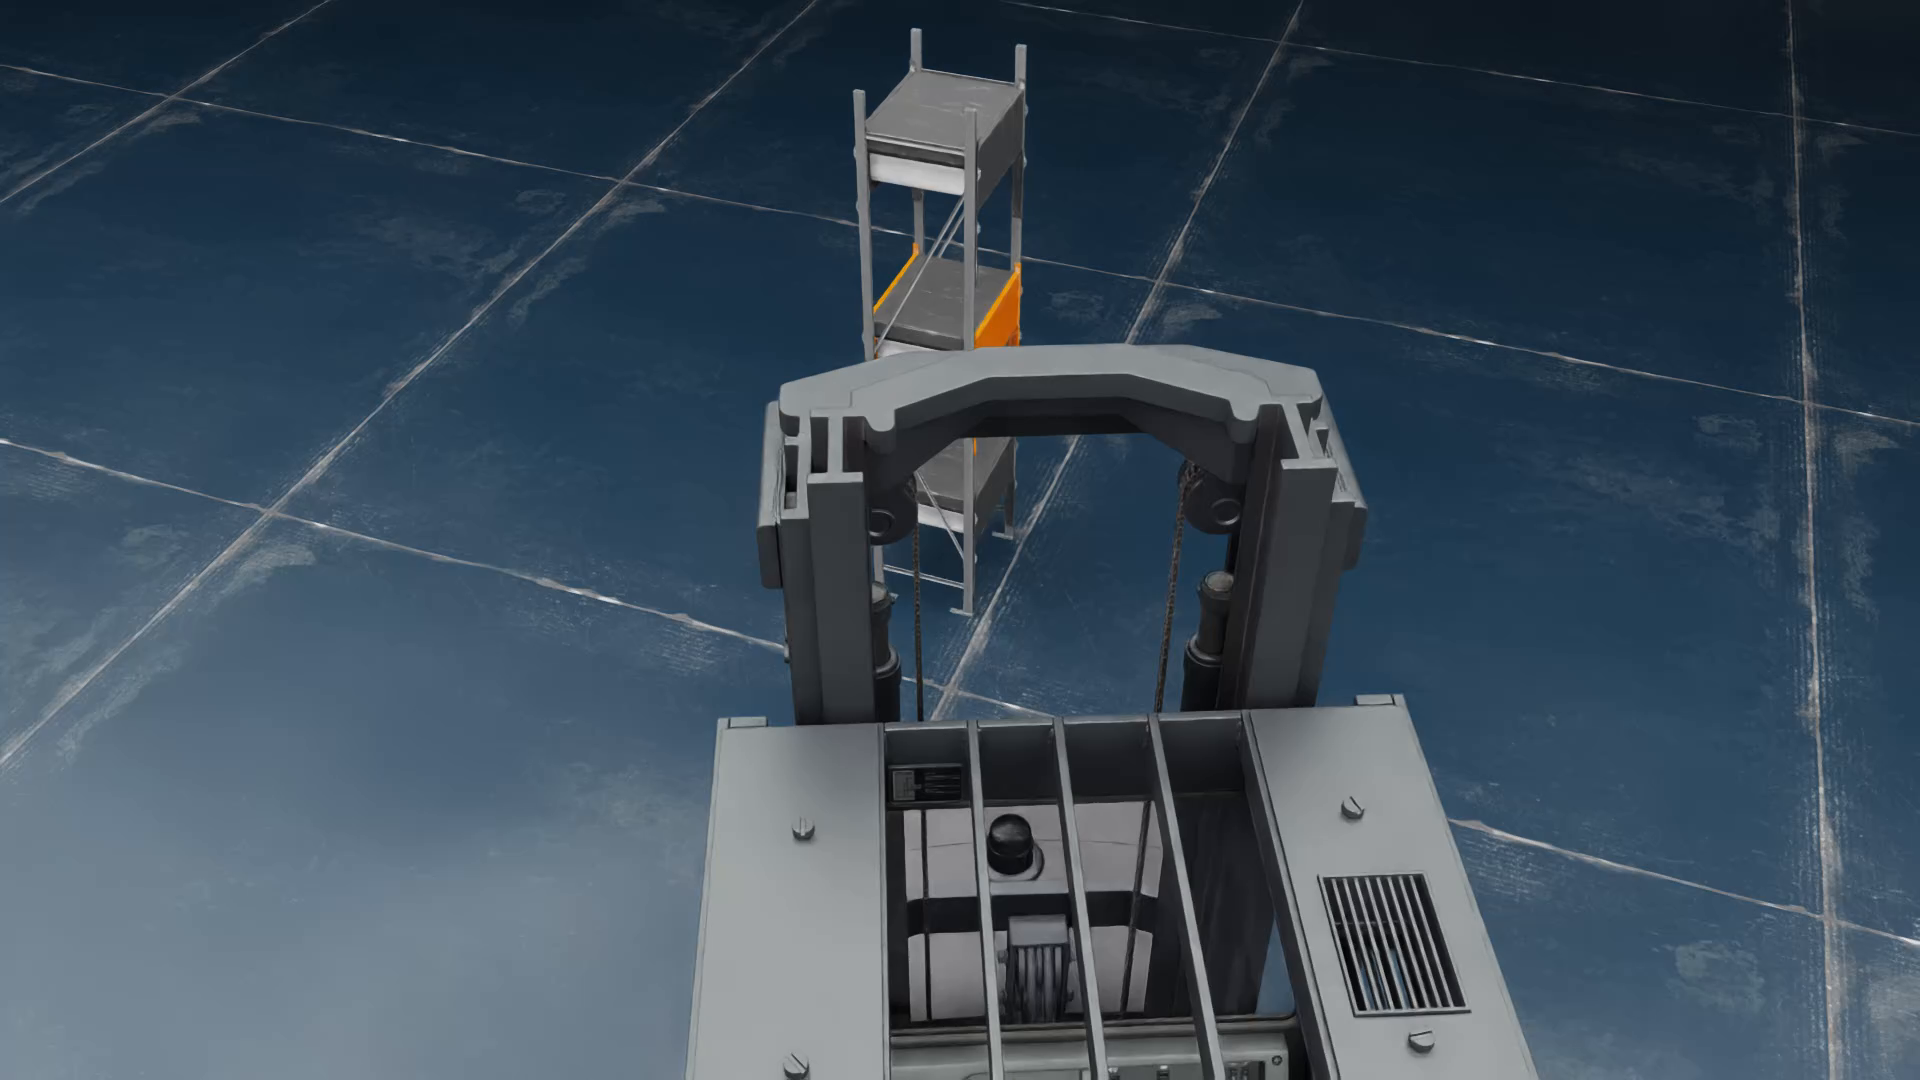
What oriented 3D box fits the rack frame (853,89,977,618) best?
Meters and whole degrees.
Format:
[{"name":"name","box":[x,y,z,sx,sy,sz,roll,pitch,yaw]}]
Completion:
[{"name":"rack frame","box":[-0.140,-0.549,5.776,0.400,2.100,0.015,13,42,15]}]

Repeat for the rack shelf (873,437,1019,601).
[{"name":"rack shelf","box":[-0.057,-0.155,6.413,0.431,0.518,0.480,13,42,15]}]

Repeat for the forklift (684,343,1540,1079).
[{"name":"forklift","box":[0.177,1.239,3.040,1.130,2.935,3.031,-2,41,-2]}]

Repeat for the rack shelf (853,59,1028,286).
[{"name":"rack shelf","box":[-0.057,-1.220,5.505,0.431,0.518,0.480,13,42,15]}]

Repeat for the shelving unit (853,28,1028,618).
[{"name":"shelving unit","box":[-0.057,-0.698,5.950,0.431,2.100,0.503,13,42,15]}]

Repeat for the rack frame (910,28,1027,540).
[{"name":"rack frame","box":[0.027,-0.847,6.125,0.400,2.100,0.015,13,42,15]}]

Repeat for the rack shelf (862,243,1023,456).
[{"name":"rack shelf","box":[-0.057,-0.687,5.959,0.431,0.518,0.480,13,42,15]}]
